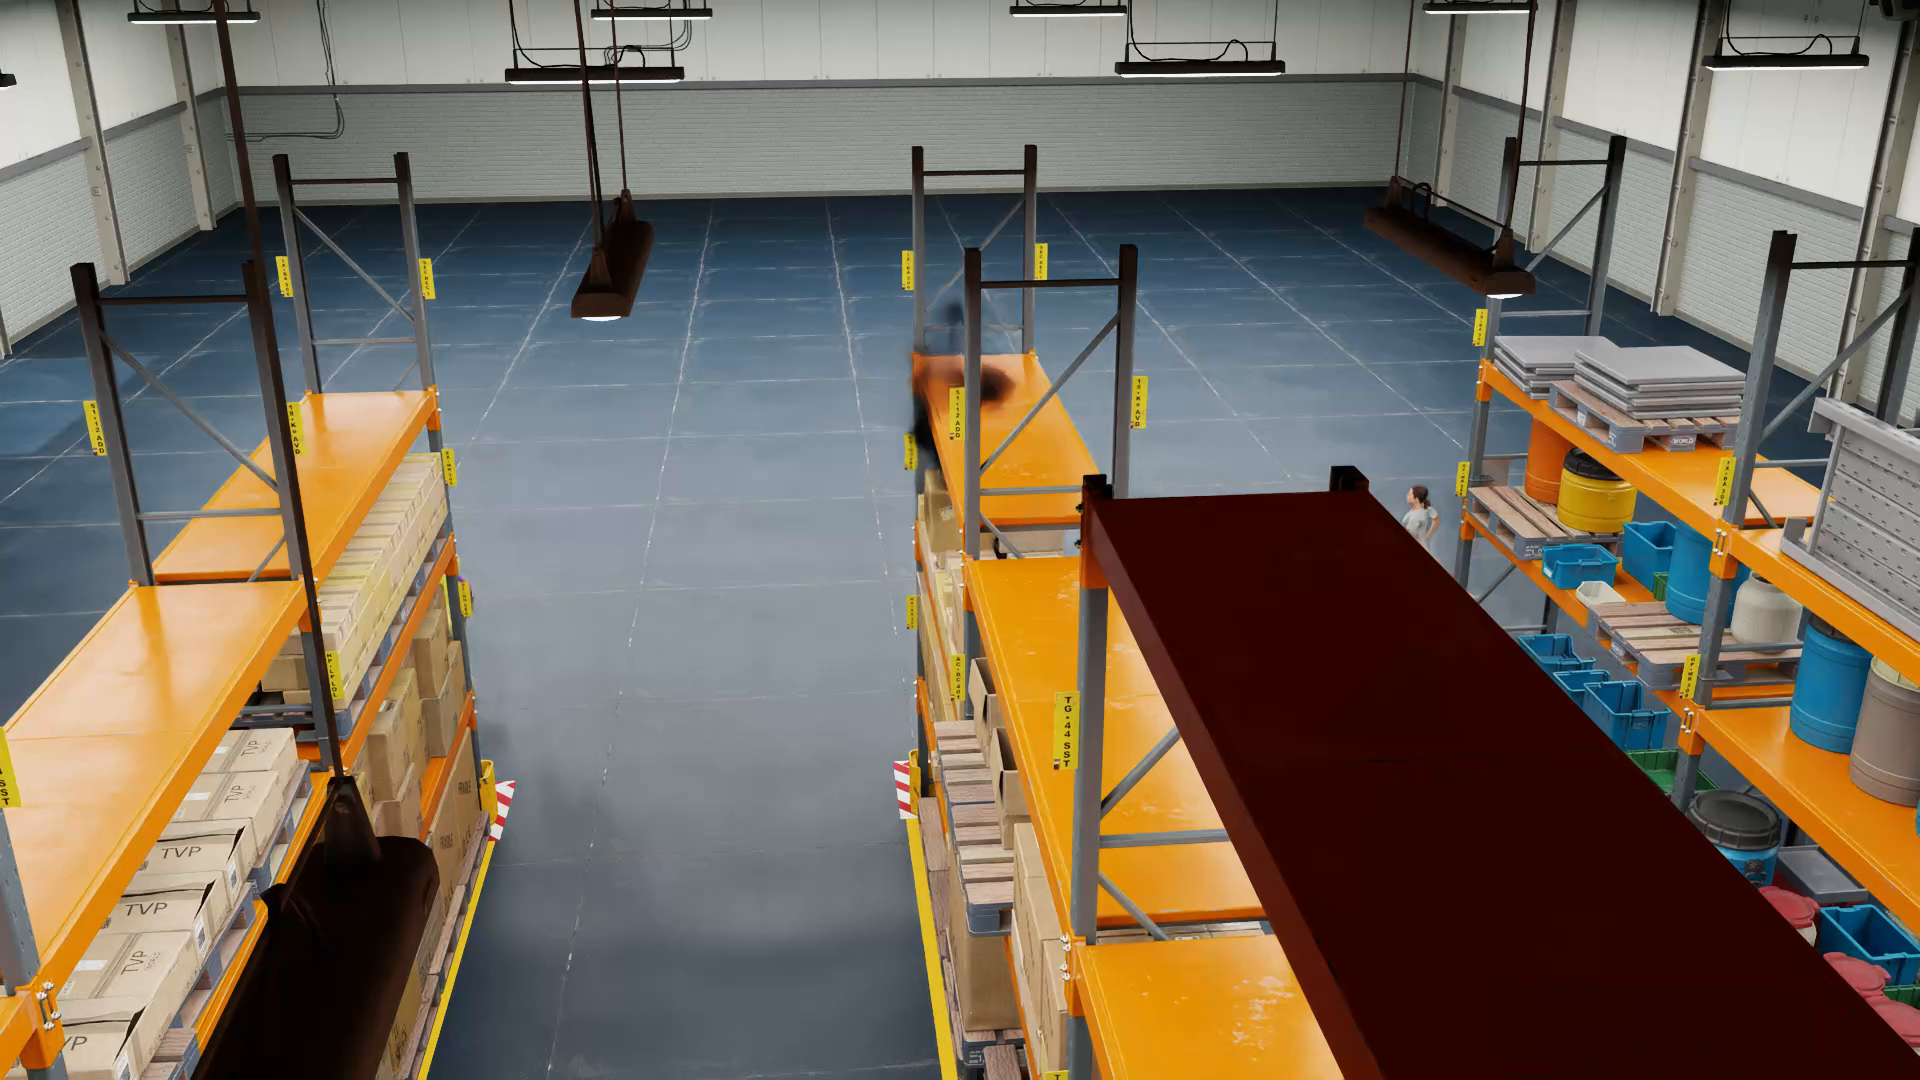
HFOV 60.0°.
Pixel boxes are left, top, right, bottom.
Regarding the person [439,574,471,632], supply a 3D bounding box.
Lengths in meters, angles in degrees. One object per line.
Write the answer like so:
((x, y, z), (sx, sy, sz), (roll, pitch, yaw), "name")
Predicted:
((-5.437, 0.865, 17.082), (0.672, 1.750, 0.697), (20, 29, 41), "person")

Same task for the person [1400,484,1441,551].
((5.178, 0.176, 18.939), (0.816, 1.714, 0.528), (7, 23, 16), "person")

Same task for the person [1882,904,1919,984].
((7.413, 2.612, 12.780), (0.589, 1.653, 0.528), (-5, 22, -12), "person")
